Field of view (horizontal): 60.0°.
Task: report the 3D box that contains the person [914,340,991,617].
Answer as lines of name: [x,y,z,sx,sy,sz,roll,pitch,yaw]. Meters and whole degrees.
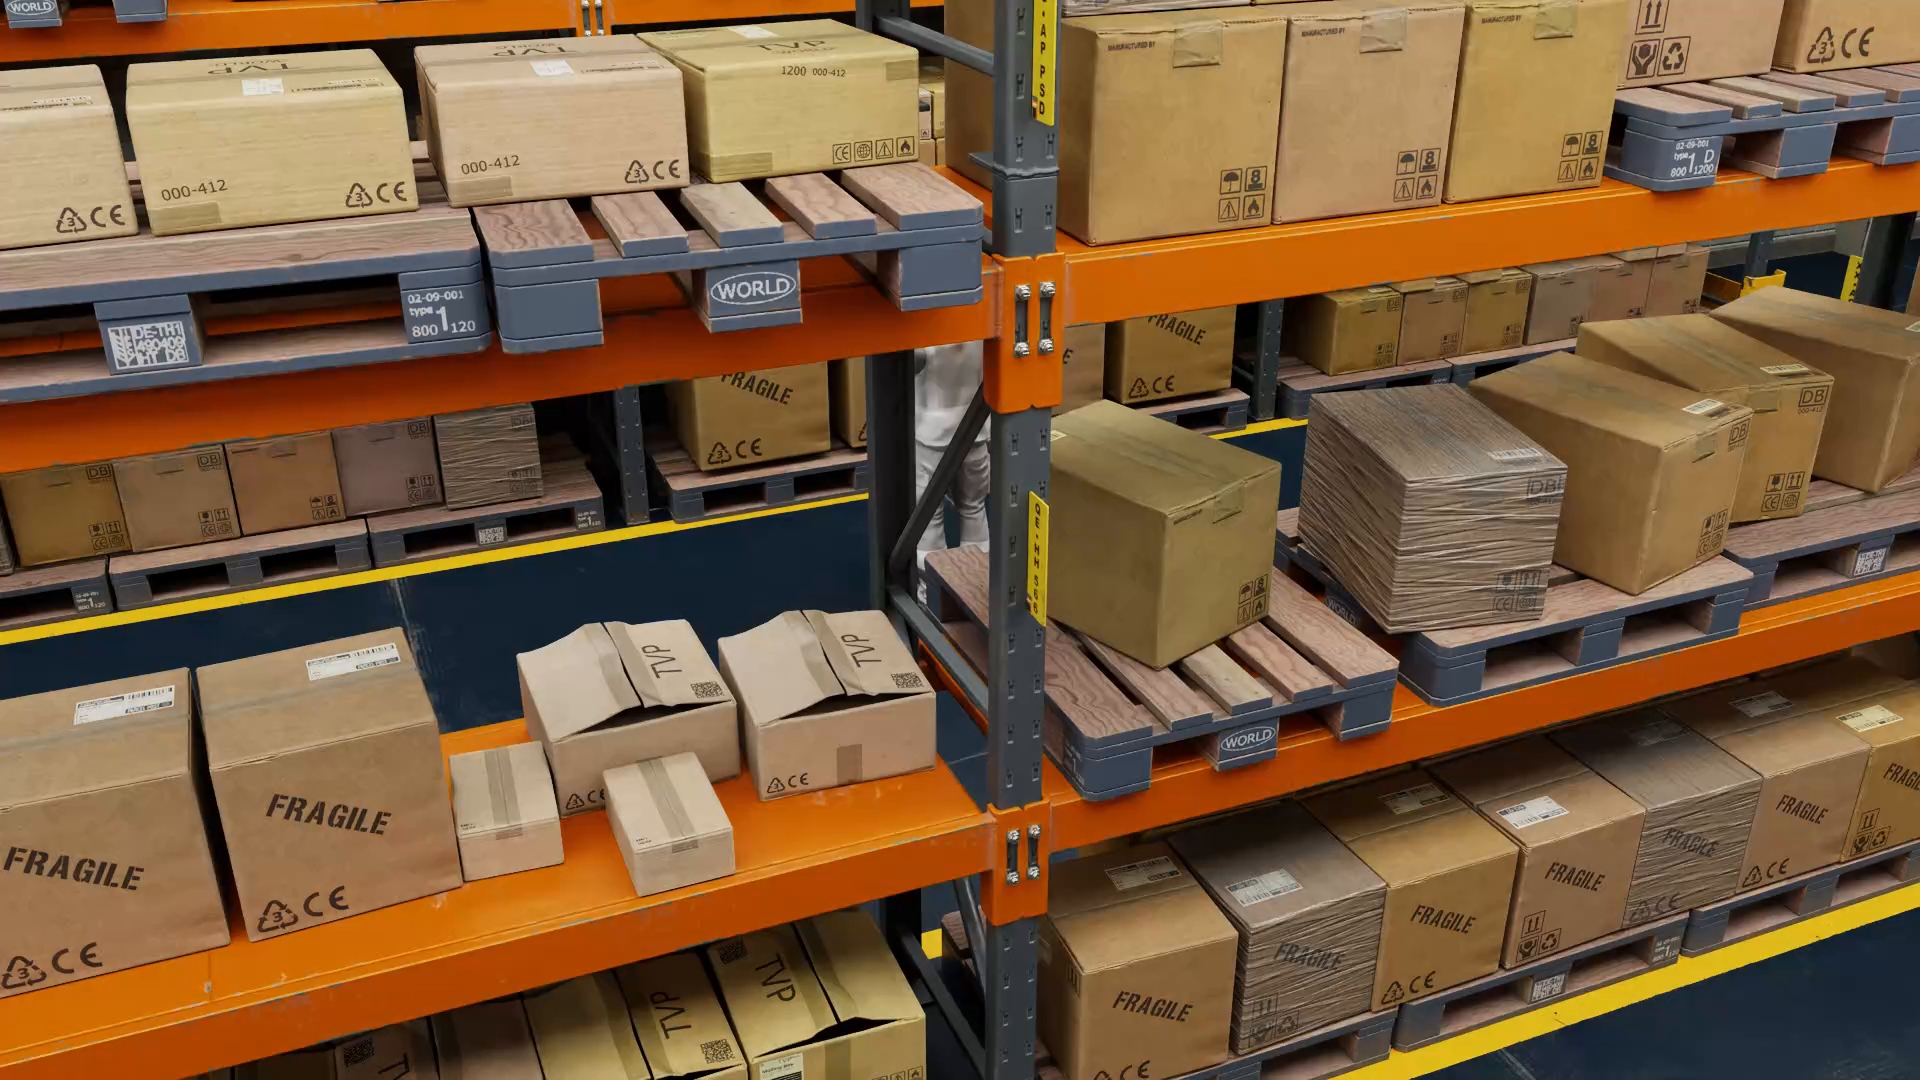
person: [-0.091,-0.515,7.965,0.493,1.782,0.573,-10,28,-20]
